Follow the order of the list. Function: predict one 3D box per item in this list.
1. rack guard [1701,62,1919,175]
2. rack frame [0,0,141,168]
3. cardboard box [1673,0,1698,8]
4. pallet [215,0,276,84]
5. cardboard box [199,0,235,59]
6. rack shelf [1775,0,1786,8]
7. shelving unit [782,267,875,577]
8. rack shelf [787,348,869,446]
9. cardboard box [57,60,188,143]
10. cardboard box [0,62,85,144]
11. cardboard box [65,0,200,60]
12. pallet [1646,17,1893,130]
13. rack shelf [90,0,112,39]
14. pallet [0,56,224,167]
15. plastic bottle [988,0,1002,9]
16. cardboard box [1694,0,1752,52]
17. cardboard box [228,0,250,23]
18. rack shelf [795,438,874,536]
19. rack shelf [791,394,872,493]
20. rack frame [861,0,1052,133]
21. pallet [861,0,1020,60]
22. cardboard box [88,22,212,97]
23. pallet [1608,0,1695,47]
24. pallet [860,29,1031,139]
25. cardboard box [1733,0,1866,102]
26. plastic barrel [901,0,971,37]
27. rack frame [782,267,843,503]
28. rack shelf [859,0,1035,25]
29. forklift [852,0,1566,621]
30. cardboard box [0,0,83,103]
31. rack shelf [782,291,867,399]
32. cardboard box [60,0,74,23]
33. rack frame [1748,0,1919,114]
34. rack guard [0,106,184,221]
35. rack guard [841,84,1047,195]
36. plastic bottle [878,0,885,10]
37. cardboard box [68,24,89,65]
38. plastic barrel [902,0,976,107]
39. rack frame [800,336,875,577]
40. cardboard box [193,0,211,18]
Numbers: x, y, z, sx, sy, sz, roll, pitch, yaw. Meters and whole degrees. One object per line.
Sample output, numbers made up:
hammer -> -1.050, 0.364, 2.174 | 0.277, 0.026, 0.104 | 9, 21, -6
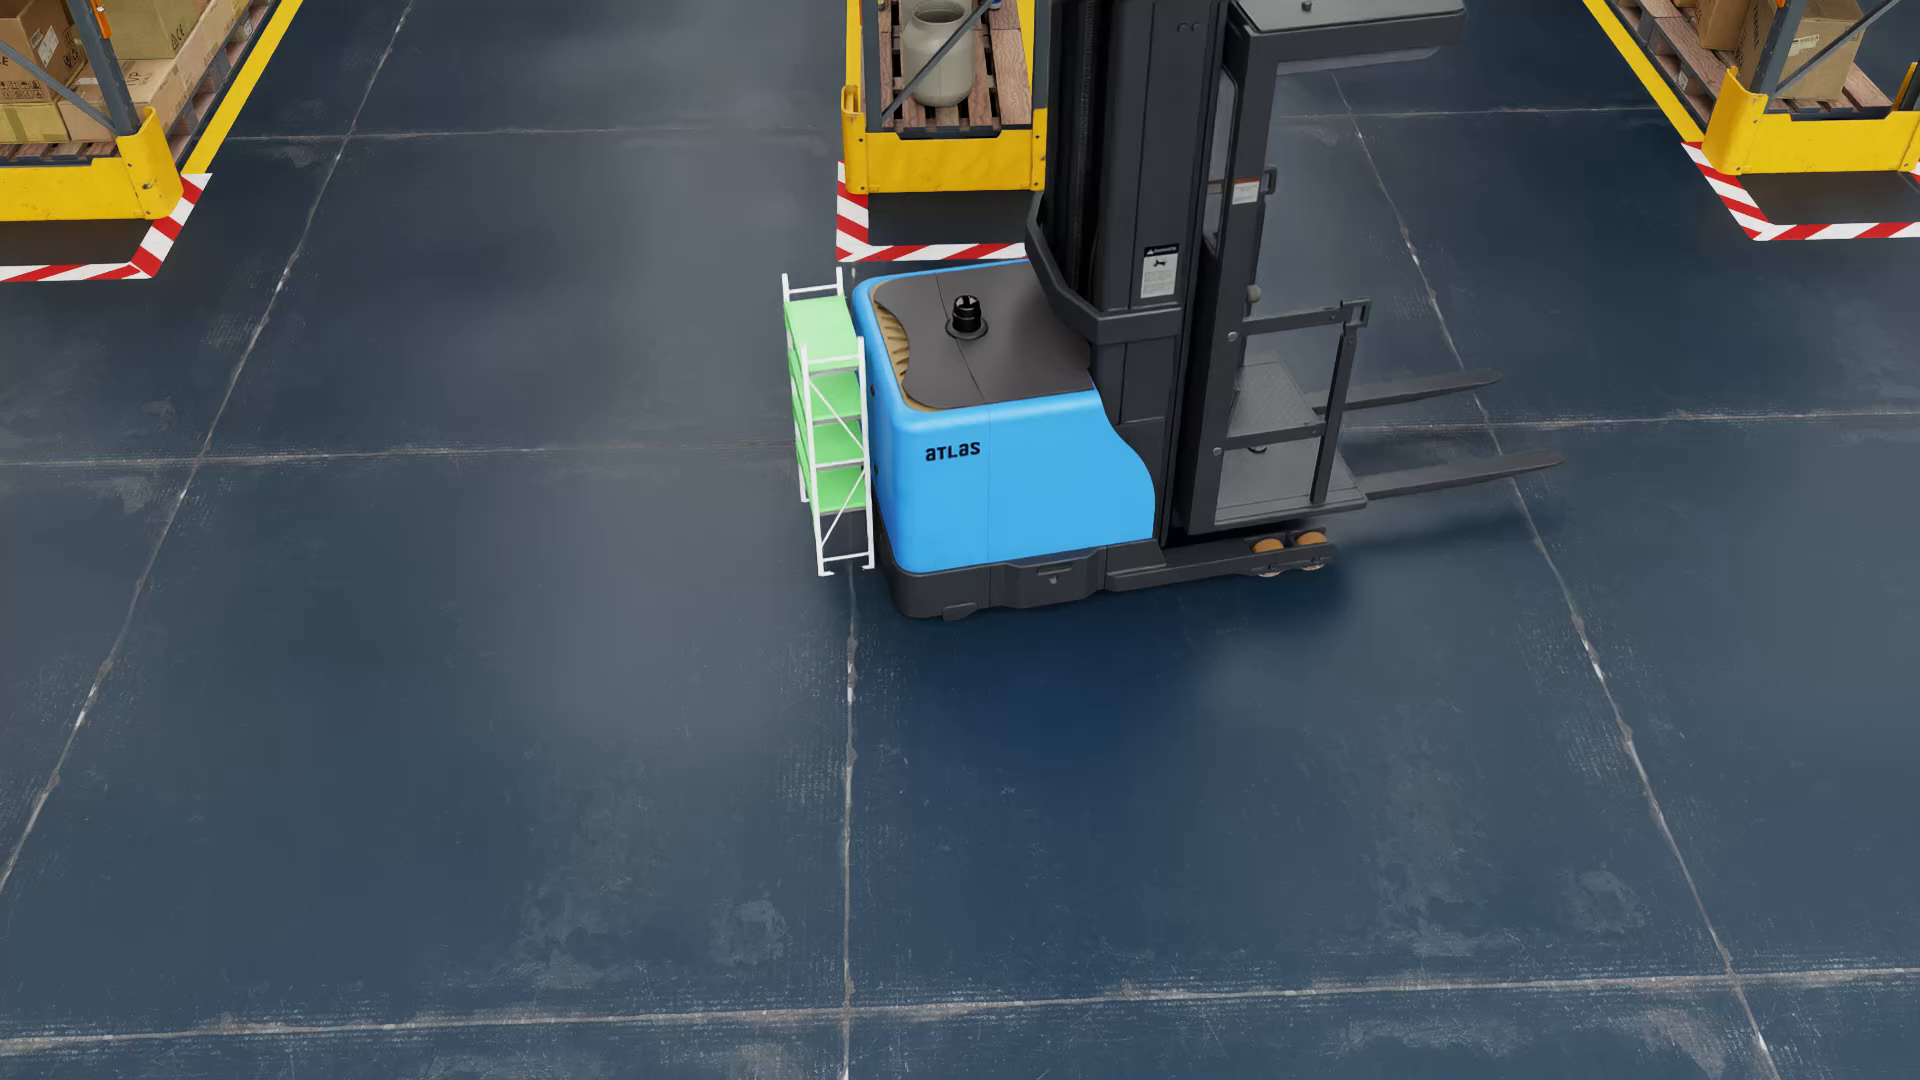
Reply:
rack guard -> 4.929, -2.408, 9.507 | 1.175, 0.500, 0.348 | -2, 43, -2
rack frame -> -4.965, -2.996, 8.299 | 1.000, 3.000, 0.127 | -2, 43, -2
cardboard box -> 4.855, -3.759, 10.670 | 0.500, 0.500, 0.500 | 2, 43, 2
pallet -> -5.088, -3.305, 10.699 | 1.003, 0.211, 1.213 | -2, 43, -2
cardboard box -> -4.812, -3.181, 10.224 | 0.500, 0.250, 0.500 | -2, 43, -2
rack shelf -> 4.847, -4.363, 10.322 | 1.077, 0.370, 4.000 | -2, 43, -2
shelving unit -> -0.538, -0.470, 6.875 | 0.258, 1.200, 0.503 | -9, 43, -9
rack shelf -> -0.538, -0.600, 6.756 | 0.258, 0.148, 0.480 | -9, 43, -9
cardboard box -> -4.766, -2.506, 9.488 | 0.500, 0.250, 0.500 | -2, 43, -2
cardboard box -> -5.283, -2.491, 9.472 | 0.500, 0.250, 0.500 | -2, 43, -2
cardboard box -> -4.789, -3.120, 9.603 | 0.500, 0.500, 0.500 | -2, 43, -2
pallet -> 4.930, -2.851, 10.204 | 1.003, 0.211, 1.213 | -2, 43, -2
rack shelf -> -5.050, -4.081, 10.015 | 1.077, 0.370, 4.000 | -2, 43, -2
pallet -> -5.040, -2.483, 9.803 | 1.003, 0.211, 1.213 | -2, 43, -2
plastic bottle -> 0.218, -3.525, 10.569 | 0.097, 0.271, 0.097 | 0, 43, 0
cardboard box -> 4.863, -3.336, 10.208 | 0.500, 0.500, 0.500 | 9, 43, 9
cardboard box -> -4.828, -3.518, 10.593 | 0.500, 0.250, 0.500 | -2, 43, -2
rack shelf -> -0.538, -0.246, 7.080 | 0.258, 0.148, 0.480 | -9, 43, -9
rack shelf -> -0.538, -0.423, 6.918 | 0.258, 0.148, 0.480 | -9, 43, -9
rack frame -> -0.016, -3.136, 8.451 | 1.000, 3.000, 0.127 | -2, 43, -2
pallet -> -0.145, -3.528, 10.943 | 1.003, 0.211, 1.213 | -2, 43, -2
cardboard box -> -4.791, -2.843, 9.856 | 0.500, 0.250, 0.500 | -2, 43, -2
pallet -> 4.881, -3.672, 11.100 | 1.003, 0.211, 1.213 | -2, 43, -2
pallet -> -0.096, -2.706, 10.046 | 1.003, 0.211, 1.213 | -2, 43, -2
cardboard box -> 4.922, -2.933, 9.769 | 0.500, 0.500, 0.500 | 6, 43, 6
plastic barrel -> -0.142, -3.154, 10.001 | 0.421, 0.512, 0.421 | 0, 43, 0
rack frame -> -0.592, -0.631, 7.050 | 0.240, 1.200, 0.015 | -9, 43, -9
rack shelf -> -0.101, -4.221, 10.167 | 1.077, 0.370, 4.000 | -2, 43, -2
forklift -> 1.115, -1.264, 6.459 | 3.031, 2.935, 1.130 | -9, 43, -9
cardboard box -> -5.285, -2.767, 9.218 | 0.500, 0.500, 0.500 | -2, 43, -2
rack shelf -> -0.539, -0.777, 6.594 | 0.258, 0.148, 0.480 | -9, 43, -9
cardboard box -> -5.343, -3.442, 9.954 | 0.500, 0.500, 0.500 | -2, 43, -2
rack frame -> 4.932, -3.278, 8.606 | 1.000, 3.000, 0.127 | -2, 43, -2
rack guard -> -4.964, -2.058, 9.126 | 1.175, 0.500, 0.348 | -2, 43, -2
rack guard -> -0.067, -2.264, 9.350 | 1.175, 0.500, 0.348 | -2, 43, -2
plastic bottle -> -0.532, -3.494, 10.587 | 0.097, 0.201, 0.097 | 0, 43, 0
cardboard box -> -5.317, -2.828, 9.839 | 0.500, 0.250, 0.500 | -2, 43, -2
plastic barrel -> -0.121, -2.815, 9.632 | 0.421, 0.512, 0.421 | 0, 43, 0
rack frame -> -0.485, -0.309, 6.699 | 0.240, 1.200, 0.015 | -9, 43, -9
cardboard box -> -4.823, -3.457, 9.970 | 0.500, 0.500, 0.500 | -2, 43, -2
